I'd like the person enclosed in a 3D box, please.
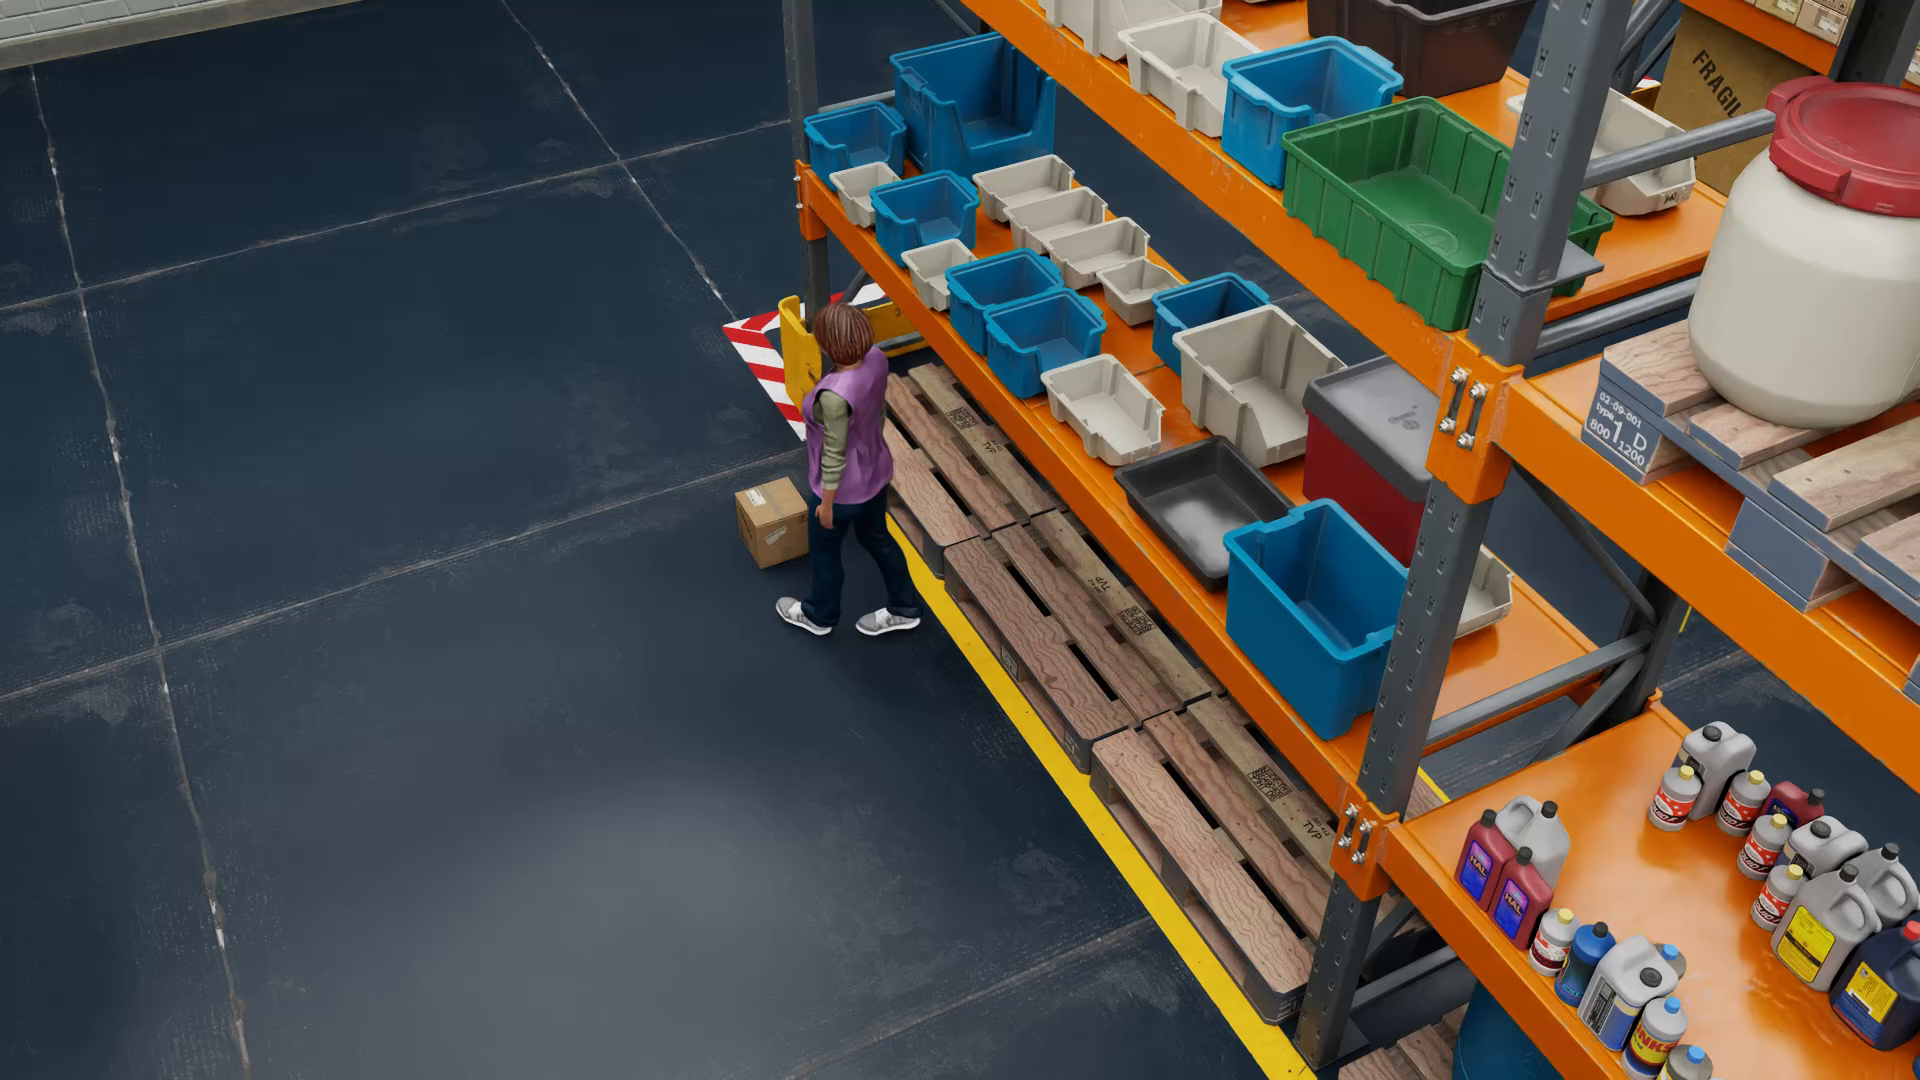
[{"bbox_3d":[-0.464,-0.251,6.432,0.605,1.589,0.417,19,45,20],"label":"person"}]
